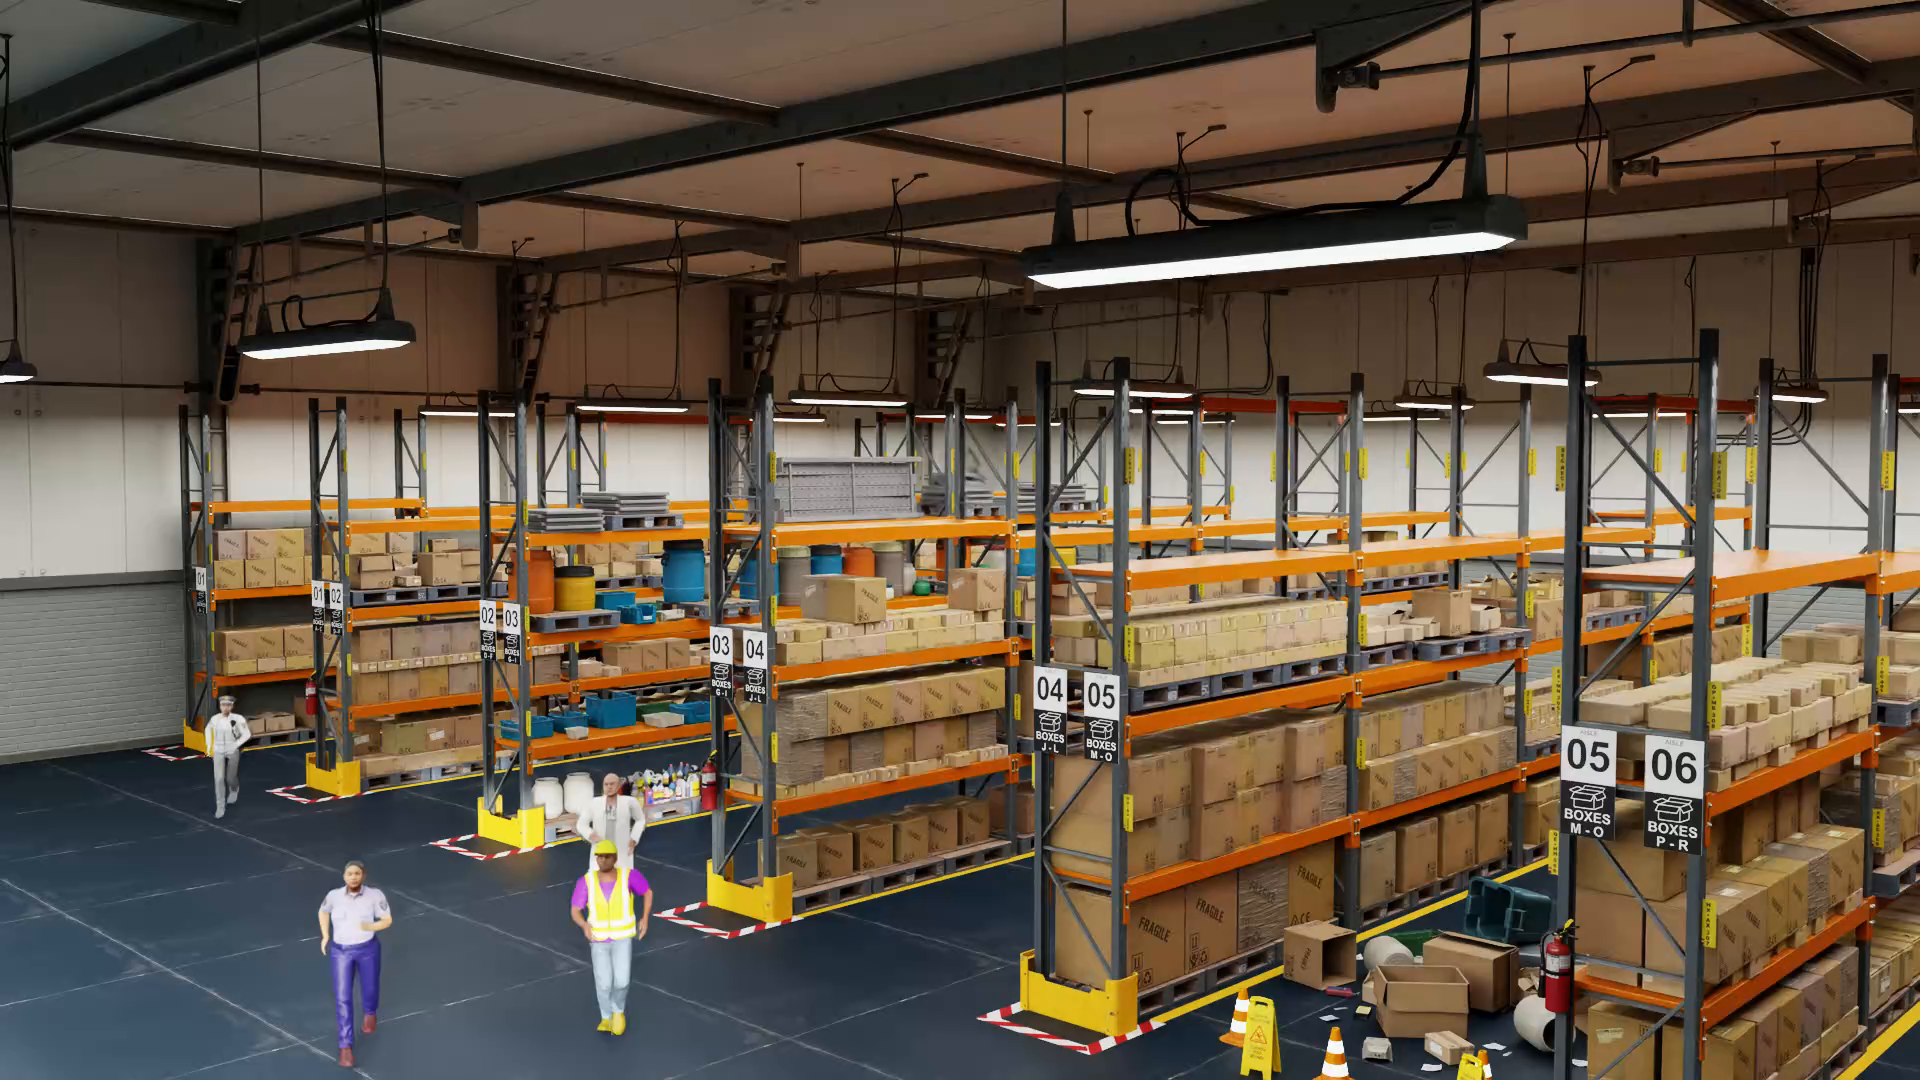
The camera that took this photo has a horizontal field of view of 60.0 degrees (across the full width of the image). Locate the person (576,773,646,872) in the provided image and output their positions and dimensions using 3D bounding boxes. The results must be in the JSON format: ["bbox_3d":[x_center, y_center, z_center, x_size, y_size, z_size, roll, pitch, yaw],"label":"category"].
[{"bbox_3d":[-3.693,3.355,17.574,0.708,1.790,0.862,0,3,-5],"label":"person"}]

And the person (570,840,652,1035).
[{"bbox_3d":[-3.087,3.513,14.691,0.702,1.725,0.615,0,3,-6],"label":"person"}]

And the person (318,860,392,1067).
[{"bbox_3d":[-5.198,3.568,14.302,0.605,1.635,0.923,-1,3,-19],"label":"person"}]

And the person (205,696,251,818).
[{"bbox_3d":[-10.526,3.070,23.891,0.635,1.707,0.856,-1,3,-15],"label":"person"}]
